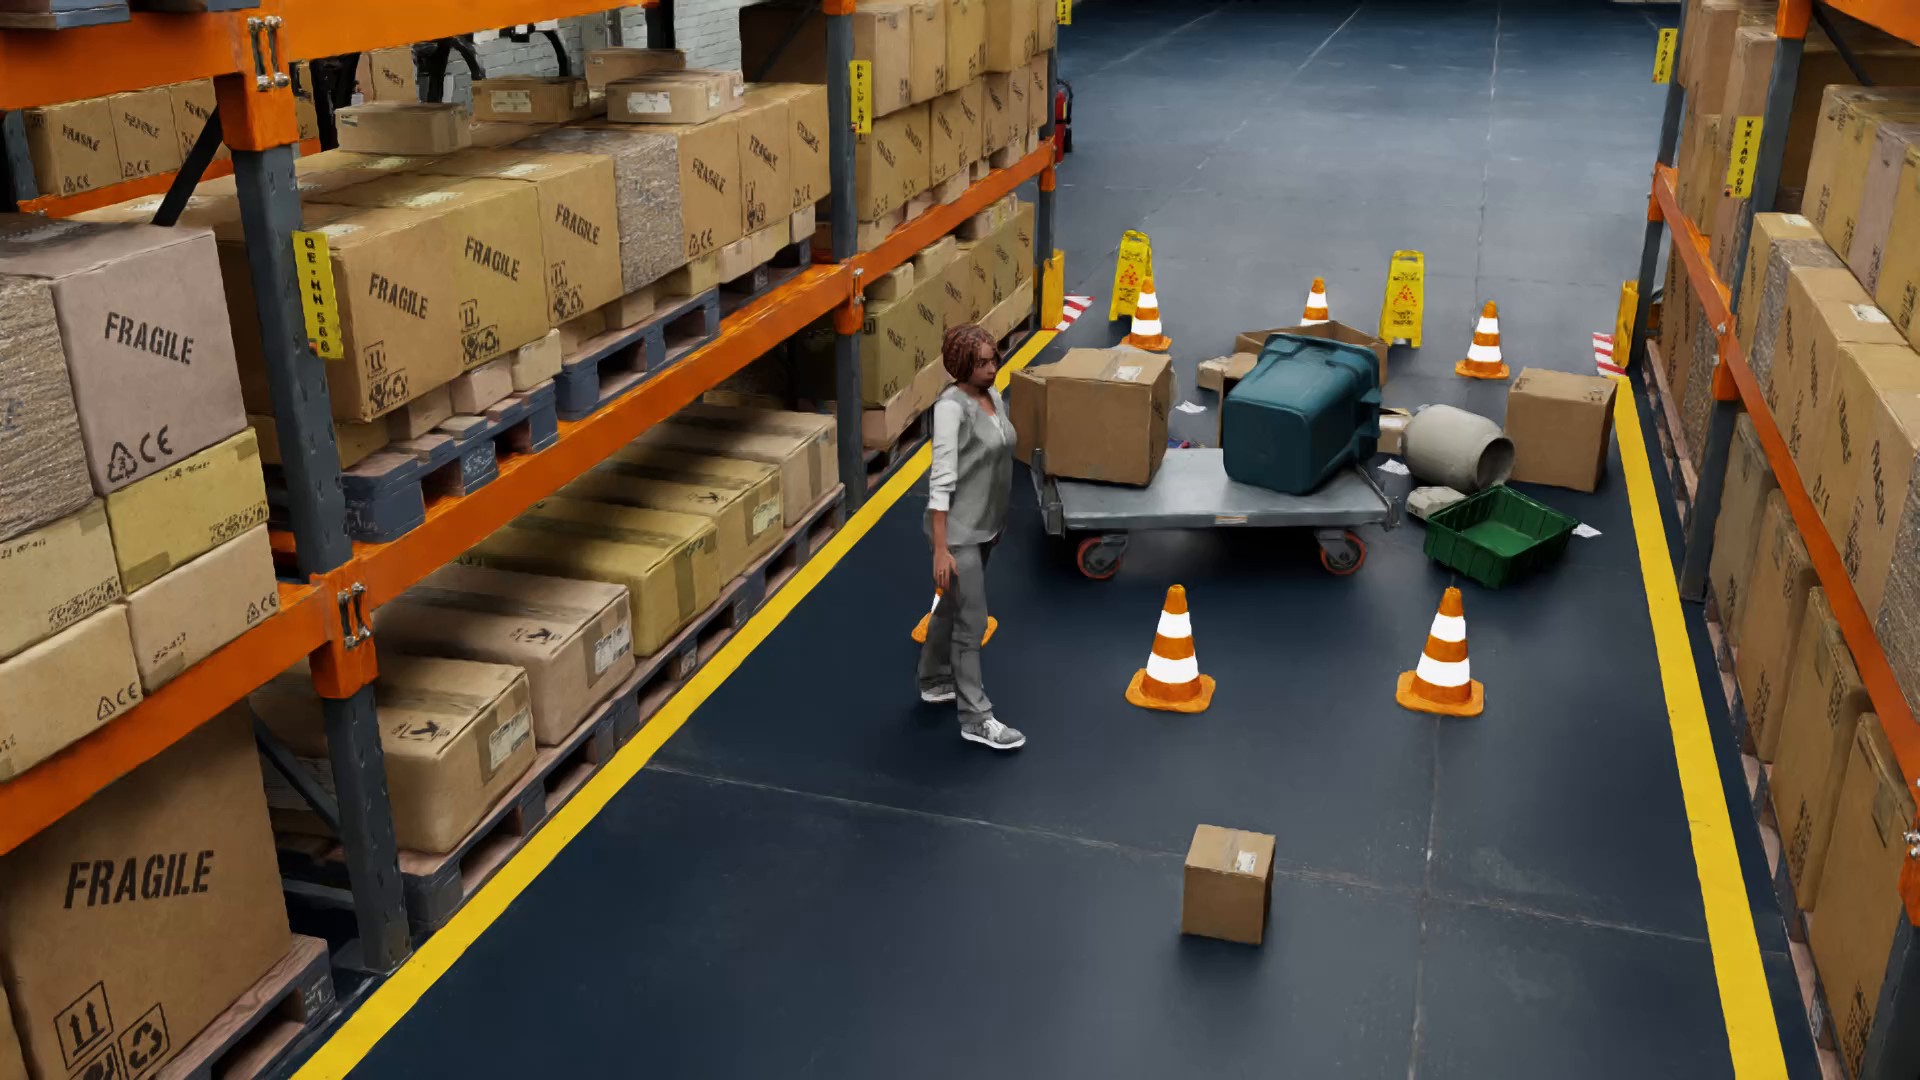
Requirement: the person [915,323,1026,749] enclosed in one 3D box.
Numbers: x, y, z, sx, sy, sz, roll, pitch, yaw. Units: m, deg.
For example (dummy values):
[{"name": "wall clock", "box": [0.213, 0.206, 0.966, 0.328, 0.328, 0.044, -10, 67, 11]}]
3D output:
[{"name": "person", "box": [0.037, -0.023, 6.117, 0.533, 1.587, 0.595, 9, 24, 20]}]
